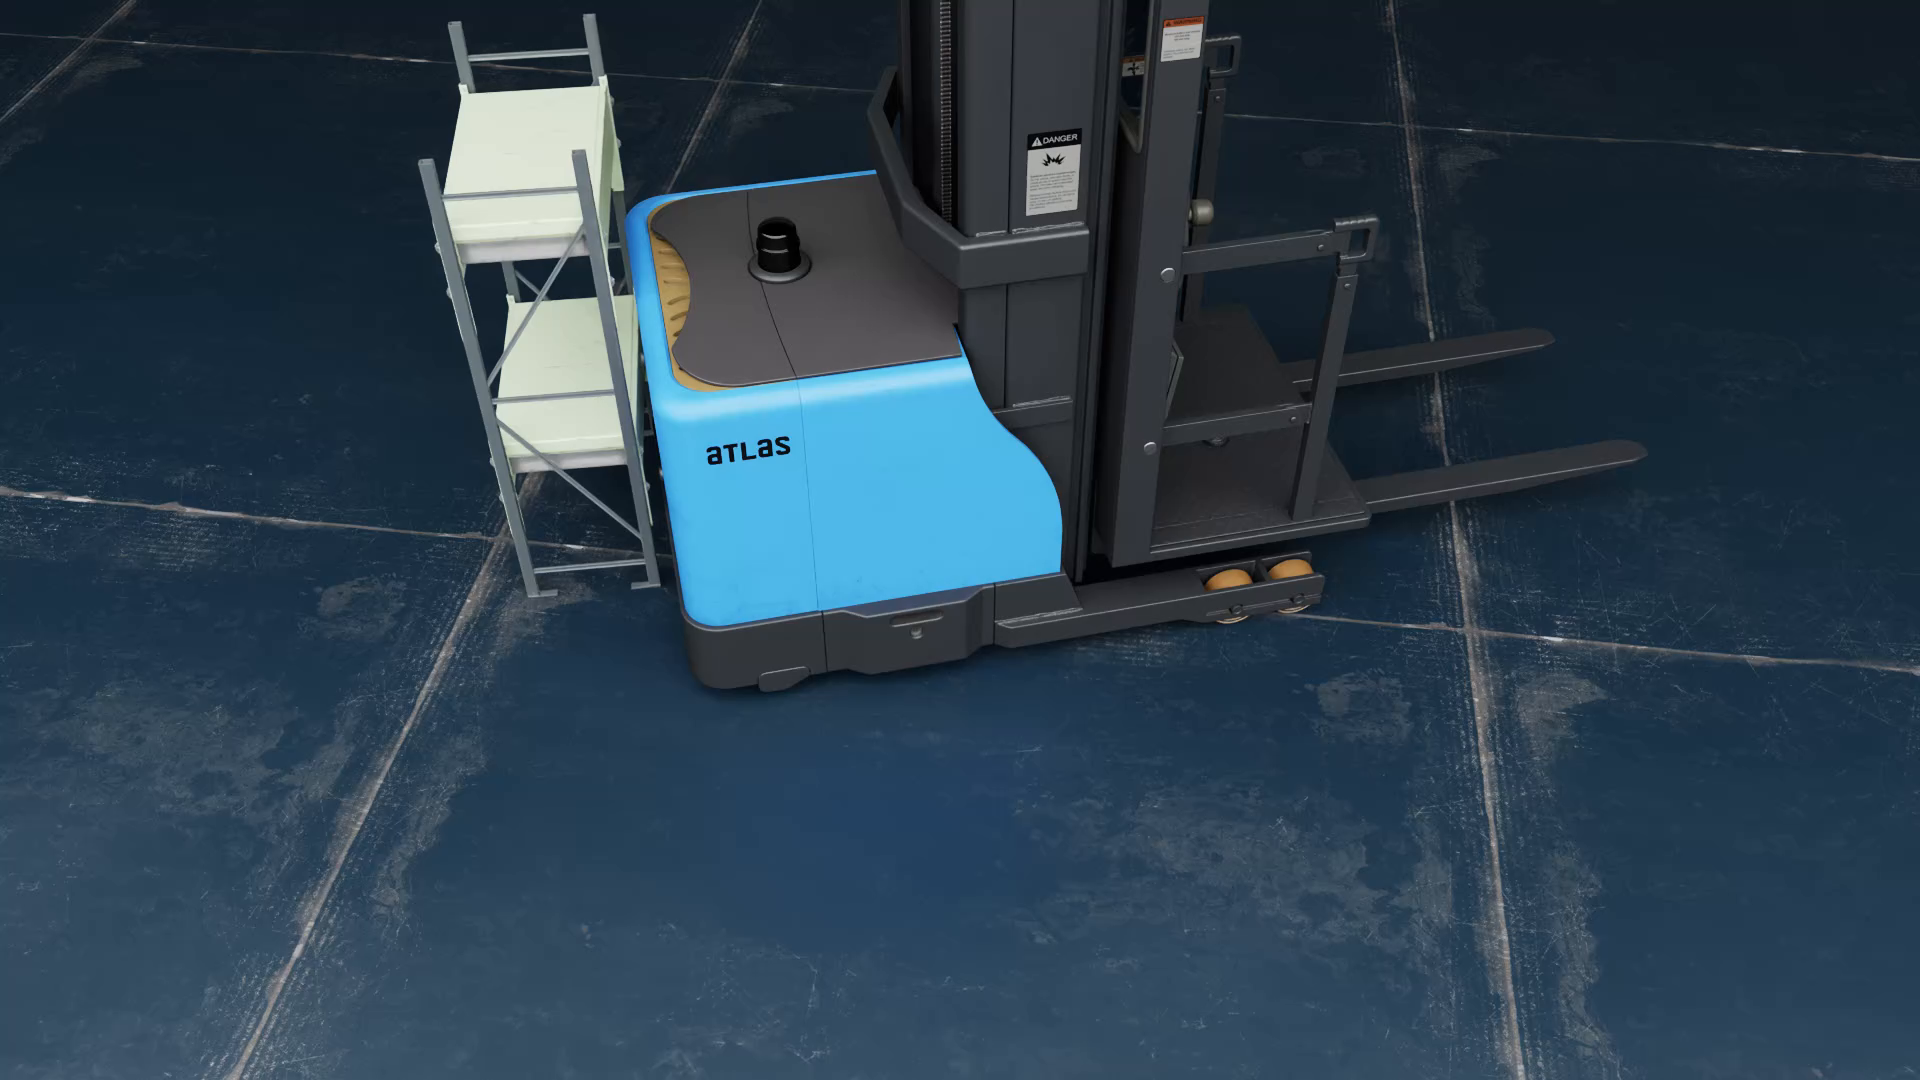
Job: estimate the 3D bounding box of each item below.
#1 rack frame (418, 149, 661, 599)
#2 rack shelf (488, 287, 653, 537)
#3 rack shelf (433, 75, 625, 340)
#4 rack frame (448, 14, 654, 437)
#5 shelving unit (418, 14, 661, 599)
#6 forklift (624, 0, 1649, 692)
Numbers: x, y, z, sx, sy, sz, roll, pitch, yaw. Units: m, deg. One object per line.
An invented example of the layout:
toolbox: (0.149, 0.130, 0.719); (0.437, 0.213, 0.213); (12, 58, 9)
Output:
rack frame: (-1.116, -0.391, 4.572); (0.400, 1.500, 0.023); (-5, 44, -5)
rack shelf: (-1.162, -0.404, 5.060); (0.431, 0.370, 0.720); (-5, 44, -5)
rack shelf: (-1.162, -0.924, 4.567); (0.431, 0.370, 0.720); (-5, 44, -5)
rack frame: (-1.207, -0.890, 5.099); (0.400, 1.500, 0.023); (-5, 44, -5)
shelving unit: (-1.162, -0.640, 4.835); (0.431, 1.500, 0.755); (-5, 44, -5)
forklift: (0.610, -1.161, 4.344); (3.031, 2.935, 1.130); (-9, 44, -9)
